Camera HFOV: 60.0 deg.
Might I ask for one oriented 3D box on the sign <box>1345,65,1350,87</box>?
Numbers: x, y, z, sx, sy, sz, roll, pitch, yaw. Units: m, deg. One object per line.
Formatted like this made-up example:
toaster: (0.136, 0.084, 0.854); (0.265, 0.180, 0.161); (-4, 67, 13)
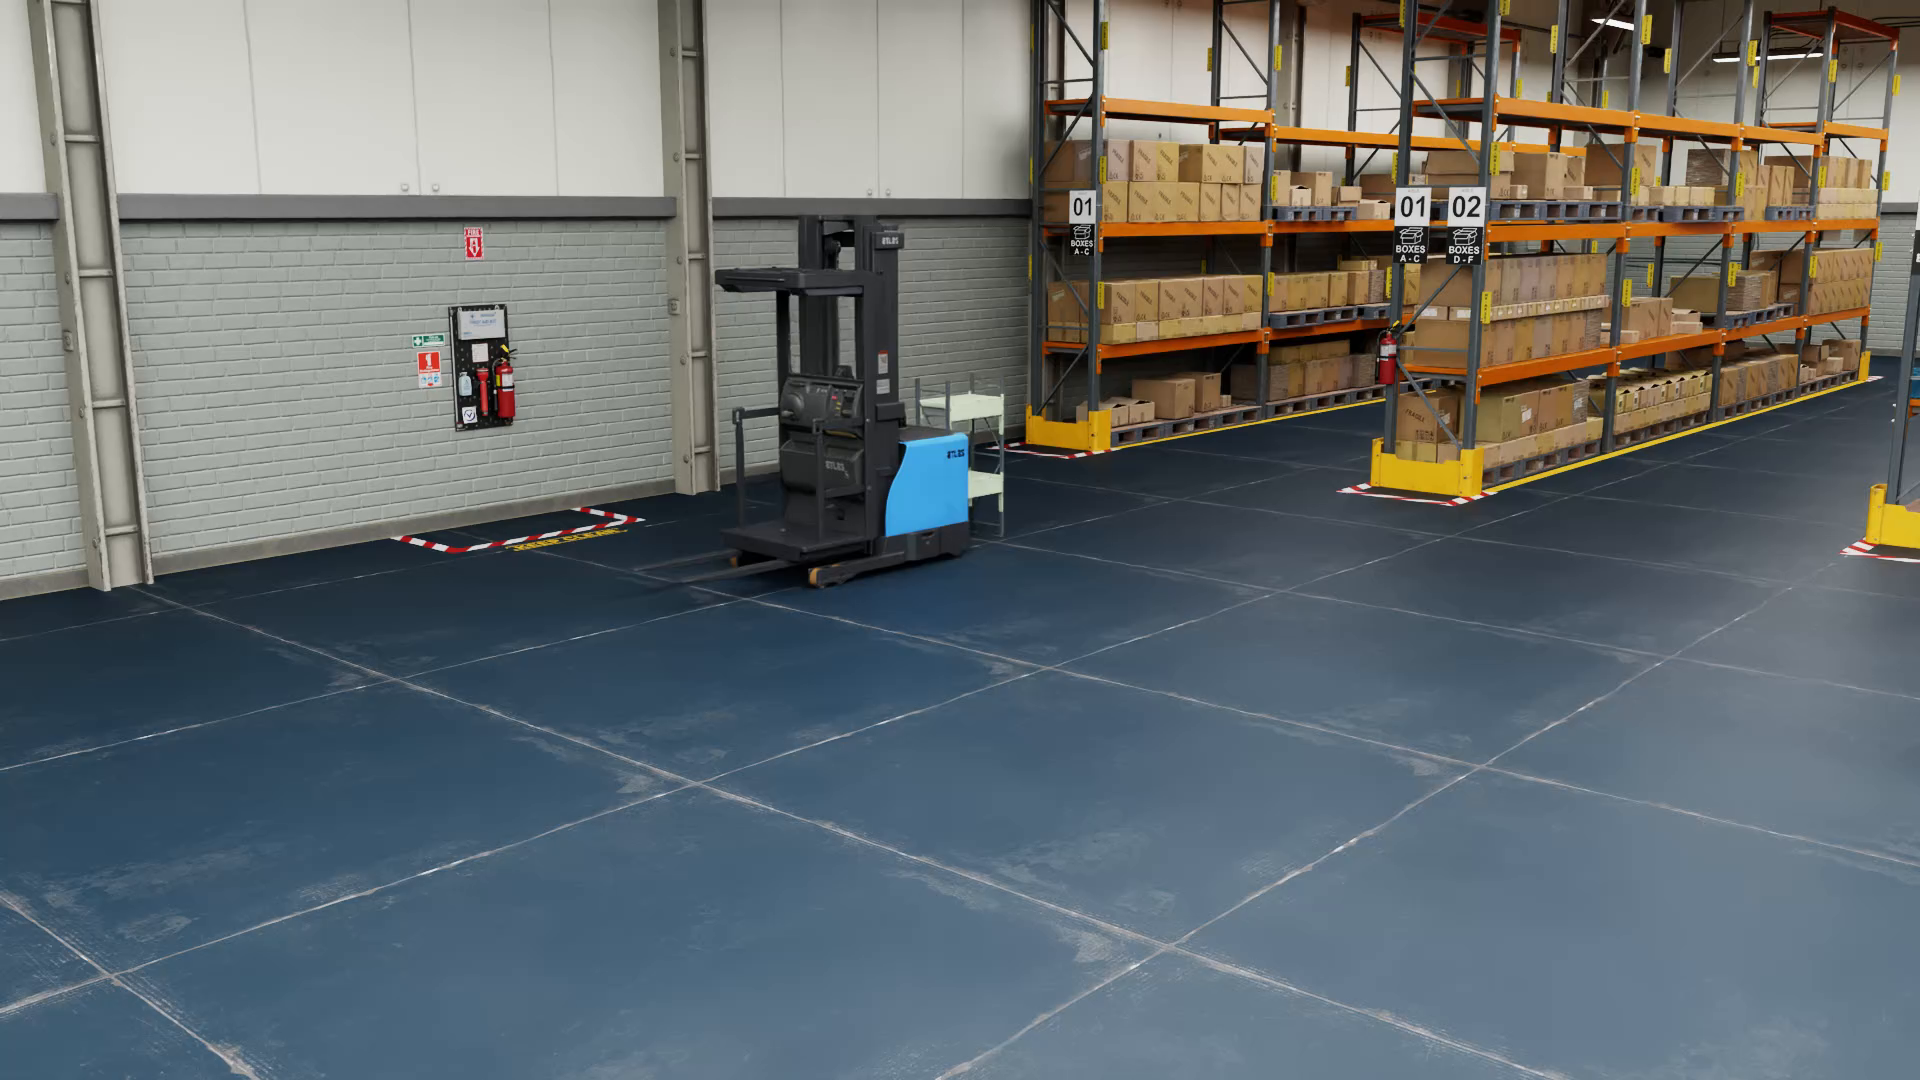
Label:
sign: (6.186, -7.389, 26.479); (0.100, 0.325, 0.005); (10, 15, 40)

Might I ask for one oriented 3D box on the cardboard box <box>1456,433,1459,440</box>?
cardboard box: (5.501, -1.073, 18.911); (0.500, 0.250, 0.500); (10, 15, 40)

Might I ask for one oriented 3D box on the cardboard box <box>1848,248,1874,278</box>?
cardboard box: (15.522, -4.815, 28.893); (0.500, 0.500, 0.500); (10, 15, 40)

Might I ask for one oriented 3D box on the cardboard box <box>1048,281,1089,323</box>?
cardboard box: (1.476, -3.064, 21.348); (0.500, 0.500, 0.500); (10, 15, 40)

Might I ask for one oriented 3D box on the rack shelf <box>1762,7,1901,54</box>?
rack shelf: (14.289, -8.302, 27.191); (1.077, 0.370, 4.000); (10, 15, 40)

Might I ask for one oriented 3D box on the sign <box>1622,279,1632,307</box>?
sign: (8.106, -3.003, 20.216); (0.100, 0.325, 0.005); (10, 15, 40)

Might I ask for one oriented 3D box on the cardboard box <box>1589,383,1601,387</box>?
cardboard box: (8.079, -1.918, 21.711); (0.500, 0.311, 0.500); (10, 15, 42)

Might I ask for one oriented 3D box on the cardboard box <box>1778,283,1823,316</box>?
cardboard box: (13.510, -3.877, 26.749); (0.500, 0.500, 0.500); (10, 15, 42)

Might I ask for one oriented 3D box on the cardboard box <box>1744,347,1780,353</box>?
cardboard box: (13.132, -2.899, 27.365); (0.500, 0.500, 0.500); (10, 15, 40)

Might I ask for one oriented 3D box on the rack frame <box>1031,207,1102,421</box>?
rack frame: (1.324, -2.663, 20.924); (1.000, 3.000, 0.127); (10, 15, 40)

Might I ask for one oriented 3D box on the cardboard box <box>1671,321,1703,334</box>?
cardboard box: (9.943, -2.909, 22.797); (0.380, 0.149, 0.250); (10, 15, 40)

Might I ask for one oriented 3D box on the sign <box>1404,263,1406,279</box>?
sign: (7.019, -4.300, 26.367); (0.100, 0.325, 0.005); (10, 15, 40)

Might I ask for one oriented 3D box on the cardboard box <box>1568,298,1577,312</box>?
cardboard box: (6.997, -2.762, 19.506); (0.380, 0.149, 0.250); (10, 15, 40)

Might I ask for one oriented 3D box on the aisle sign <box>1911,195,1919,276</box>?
aisle sign: (8.496, -2.685, 14.396); (0.394, 0.787, 0.004); (10, 15, 40)

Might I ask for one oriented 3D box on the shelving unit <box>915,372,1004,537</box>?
shelving unit: (0.003, -0.736, 15.104); (0.431, 1.500, 0.755); (10, 15, 41)

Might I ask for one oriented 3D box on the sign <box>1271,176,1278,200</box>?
sign: (4.377, -4.907, 23.181); (0.100, 0.325, 0.005); (10, 15, 40)

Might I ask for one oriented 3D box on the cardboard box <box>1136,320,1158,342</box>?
cardboard box: (2.217, -2.708, 21.483); (0.500, 0.250, 0.500); (9, 15, 39)

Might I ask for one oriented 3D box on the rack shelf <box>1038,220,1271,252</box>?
rack shelf: (2.644, -4.075, 22.174); (1.077, 0.370, 4.000); (10, 15, 40)

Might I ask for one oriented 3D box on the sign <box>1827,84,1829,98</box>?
sign: (15.202, -7.886, 29.171); (0.100, 0.325, 0.005); (10, 15, 40)

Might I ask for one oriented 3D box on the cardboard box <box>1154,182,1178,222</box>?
cardboard box: (2.454, -4.361, 21.461); (0.500, 0.500, 0.500); (11, 16, 43)

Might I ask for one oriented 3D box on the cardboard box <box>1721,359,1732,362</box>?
cardboard box: (11.453, -2.512, 25.428); (0.500, 0.500, 0.500); (9, 14, 38)

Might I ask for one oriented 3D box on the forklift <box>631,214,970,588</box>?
forklift: (-1.291, -1.163, 13.589); (1.130, 2.935, 3.031); (11, 15, 42)

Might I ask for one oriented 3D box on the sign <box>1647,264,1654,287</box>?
sign: (9.915, -3.798, 23.852); (0.100, 0.325, 0.005); (10, 15, 40)

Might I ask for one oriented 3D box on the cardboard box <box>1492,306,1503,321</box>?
cardboard box: (5.641, -2.459, 17.993); (0.380, 0.149, 0.250); (9, 15, 39)

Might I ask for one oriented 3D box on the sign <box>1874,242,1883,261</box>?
sign: (16.013, -5.025, 28.988); (0.100, 0.325, 0.005); (10, 15, 40)

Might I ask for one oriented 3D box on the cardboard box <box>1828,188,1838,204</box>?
cardboard box: (13.805, -5.544, 26.799); (0.500, 0.250, 0.500); (10, 15, 40)

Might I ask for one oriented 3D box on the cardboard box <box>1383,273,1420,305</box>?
cardboard box: (7.118, -4.083, 26.969); (0.500, 0.500, 0.500); (10, 15, 42)

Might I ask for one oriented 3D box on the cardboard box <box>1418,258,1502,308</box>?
cardboard box: (5.400, -2.783, 17.958); (0.700, 0.500, 0.500); (10, 15, 41)

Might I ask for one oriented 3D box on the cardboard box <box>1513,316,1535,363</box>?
cardboard box: (6.041, -2.289, 18.798); (0.700, 0.500, 0.500); (10, 15, 41)

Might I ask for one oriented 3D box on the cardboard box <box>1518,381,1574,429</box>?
cardboard box: (6.880, -1.594, 19.607); (0.500, 0.500, 0.500); (10, 15, 40)

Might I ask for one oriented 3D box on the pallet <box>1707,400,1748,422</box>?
pallet: (10.850, -1.938, 24.412); (1.003, 0.211, 1.213); (10, 15, 40)

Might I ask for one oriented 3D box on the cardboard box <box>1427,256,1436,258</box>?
cardboard box: (7.453, -4.525, 27.267); (0.500, 0.250, 0.500); (9, 15, 40)

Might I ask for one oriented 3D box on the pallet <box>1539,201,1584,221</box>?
pallet: (6.339, -3.732, 18.842); (1.003, 0.211, 1.213); (10, 15, 40)

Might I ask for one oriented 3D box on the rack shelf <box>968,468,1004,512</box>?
rack shelf: (0.003, -0.416, 15.167); (0.431, 0.370, 0.720); (10, 15, 41)

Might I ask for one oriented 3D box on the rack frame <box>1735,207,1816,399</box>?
rack frame: (12.969, -3.789, 26.560); (1.000, 3.000, 0.127); (10, 15, 40)

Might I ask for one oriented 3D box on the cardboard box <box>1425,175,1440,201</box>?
cardboard box: (7.567, -5.819, 27.688); (0.700, 0.500, 0.500); (11, 16, 43)

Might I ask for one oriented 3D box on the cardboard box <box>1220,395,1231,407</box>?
cardboard box: (3.634, -1.995, 23.692); (0.380, 0.166, 0.250); (7, 14, 33)

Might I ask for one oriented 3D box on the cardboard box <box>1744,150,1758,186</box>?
cardboard box: (11.295, -5.424, 24.281); (0.500, 0.500, 0.500); (10, 15, 40)

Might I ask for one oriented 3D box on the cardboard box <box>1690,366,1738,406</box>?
cardboard box: (10.844, -2.220, 23.965); (0.500, 0.500, 0.500); (11, 15, 43)

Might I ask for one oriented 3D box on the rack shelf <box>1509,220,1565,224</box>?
rack shelf: (10.566, -5.841, 31.014); (1.077, 0.370, 4.000); (10, 15, 40)

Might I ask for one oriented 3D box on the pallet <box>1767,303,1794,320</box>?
pallet: (12.360, -3.591, 26.061); (1.003, 0.211, 1.213); (10, 15, 40)

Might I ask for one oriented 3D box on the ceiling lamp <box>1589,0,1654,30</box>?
ceiling lamp: (10.802, -9.747, 26.173); (0.800, 3.185, 2.000); (10, 15, 40)

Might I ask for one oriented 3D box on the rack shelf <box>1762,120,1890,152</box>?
rack shelf: (14.289, -6.670, 27.516); (1.077, 0.370, 4.000); (10, 15, 40)

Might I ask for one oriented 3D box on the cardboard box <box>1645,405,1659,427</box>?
cardboard box: (8.819, -1.648, 21.791); (0.500, 0.250, 0.500); (9, 15, 39)

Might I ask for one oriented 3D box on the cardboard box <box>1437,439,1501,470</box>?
cardboard box: (5.569, -0.931, 18.200); (0.500, 0.250, 0.500); (10, 15, 40)

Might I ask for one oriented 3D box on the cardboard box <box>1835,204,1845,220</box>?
cardboard box: (14.140, -5.372, 27.212); (0.500, 0.250, 0.500); (10, 15, 40)

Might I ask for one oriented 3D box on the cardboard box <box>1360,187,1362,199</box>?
cardboard box: (5.957, -5.294, 26.130); (0.500, 0.500, 0.500); (10, 15, 40)

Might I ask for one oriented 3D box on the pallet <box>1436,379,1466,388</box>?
pallet: (7.988, -2.757, 28.517); (1.003, 0.211, 1.213); (10, 15, 40)

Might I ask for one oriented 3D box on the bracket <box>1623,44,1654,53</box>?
bracket: (14.734, -10.510, 35.706); (0.076, 0.066, 3.189); (10, 15, 40)

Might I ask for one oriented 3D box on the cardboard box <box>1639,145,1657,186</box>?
cardboard box: (8.484, -4.755, 21.137); (0.500, 0.500, 0.500); (-10, 15, -42)

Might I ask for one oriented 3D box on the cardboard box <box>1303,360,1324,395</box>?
cardboard box: (5.109, -2.504, 25.388); (0.700, 0.500, 0.500); (10, 15, 41)

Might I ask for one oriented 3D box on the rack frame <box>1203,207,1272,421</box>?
rack frame: (3.965, -3.251, 23.871); (1.000, 3.000, 0.127); (10, 15, 40)

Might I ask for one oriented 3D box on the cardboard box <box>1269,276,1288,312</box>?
cardboard box: (4.326, -3.587, 24.171); (0.700, 0.500, 0.500); (10, 15, 41)

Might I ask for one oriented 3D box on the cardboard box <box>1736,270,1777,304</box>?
cardboard box: (12.488, -4.003, 26.305); (0.700, 0.500, 0.500); (4, 12, 21)

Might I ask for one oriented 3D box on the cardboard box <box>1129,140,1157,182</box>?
cardboard box: (2.130, -4.776, 20.984); (0.500, 0.500, 0.500); (10, 15, 40)

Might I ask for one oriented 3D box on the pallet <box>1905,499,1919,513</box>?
pallet: (9.321, -0.151, 15.466); (1.003, 0.211, 1.213); (10, 15, 40)

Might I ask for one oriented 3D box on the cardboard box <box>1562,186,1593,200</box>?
cardboard box: (7.097, -4.021, 19.277); (0.380, 0.149, 0.250); (10, 15, 40)
